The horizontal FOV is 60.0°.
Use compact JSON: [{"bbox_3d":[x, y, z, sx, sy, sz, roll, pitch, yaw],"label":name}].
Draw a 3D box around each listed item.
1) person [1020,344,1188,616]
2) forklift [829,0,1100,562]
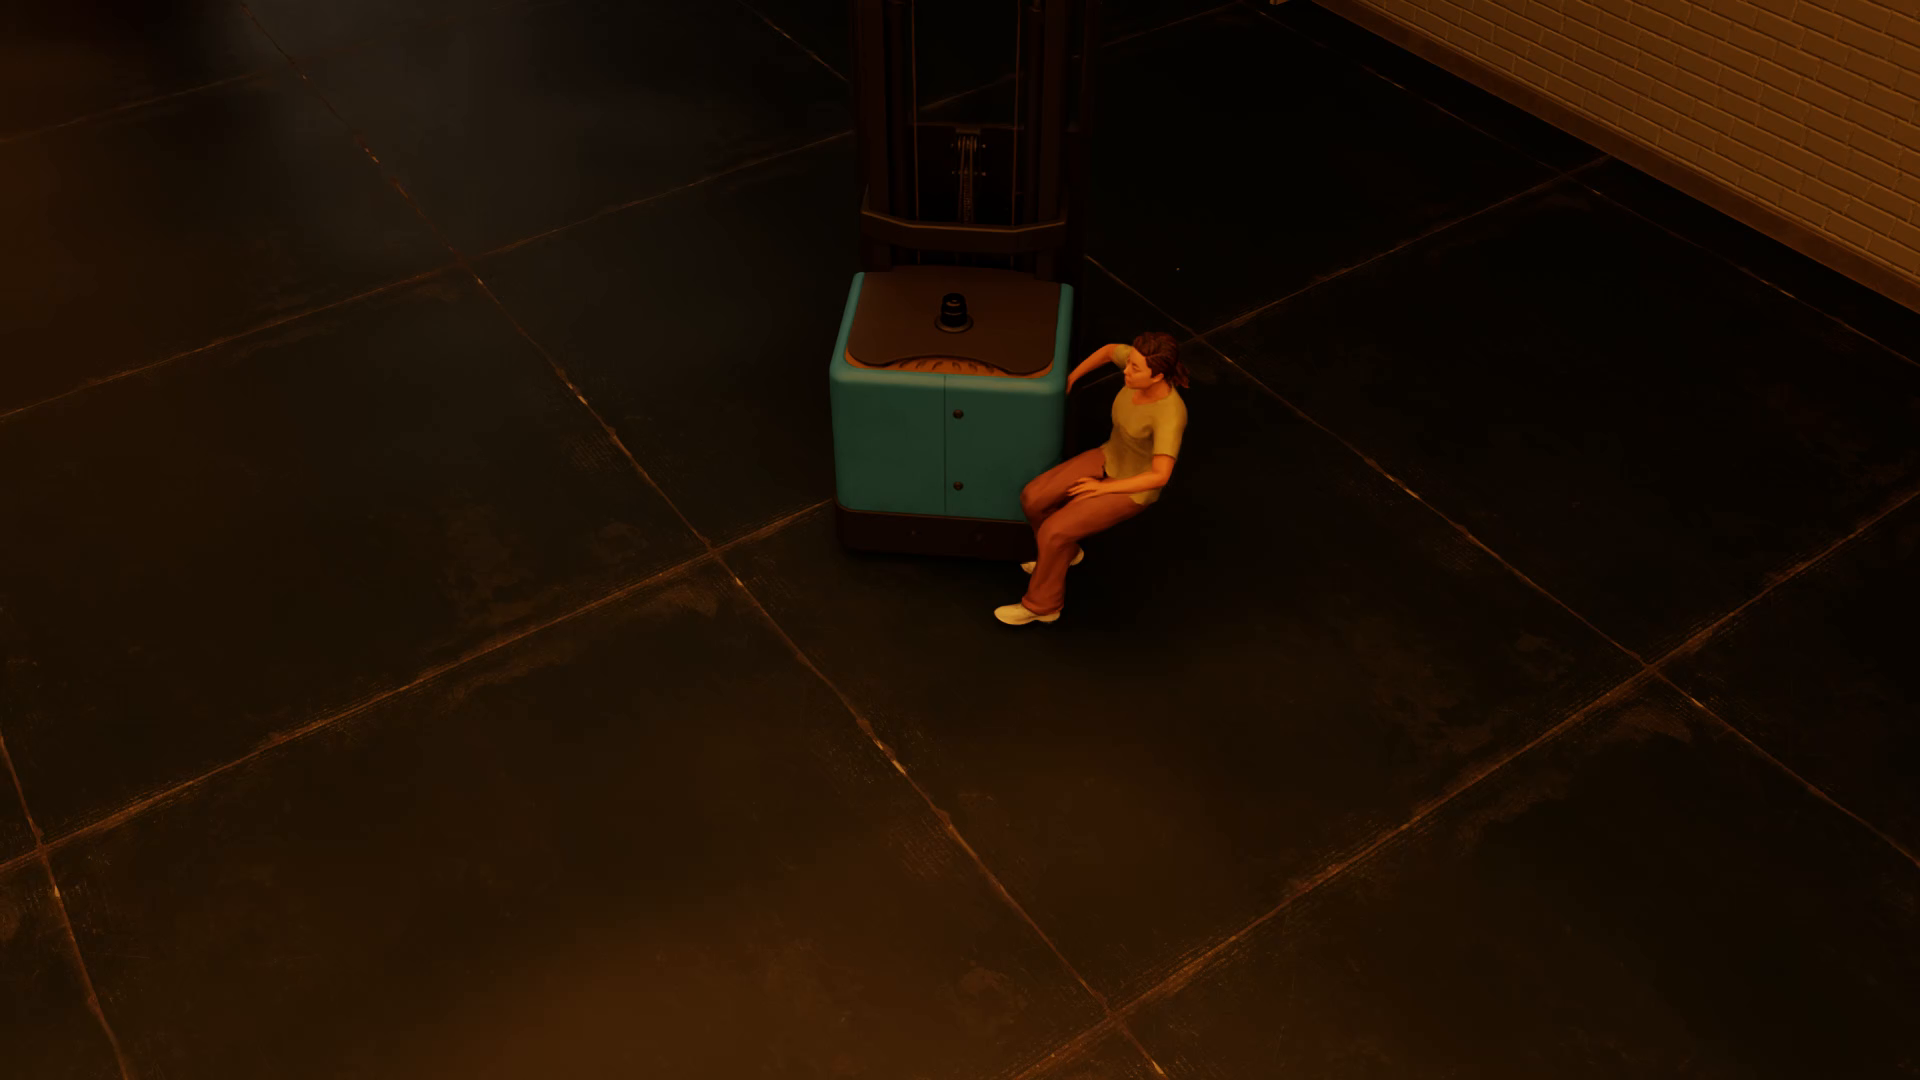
[{"bbox_3d":[0.603,-0.187,7.149,0.702,1.134,0.648,-18,46,-18],"label":"person"},{"bbox_3d":[0.085,-1.971,7.854,1.130,2.935,3.031,4,43,4],"label":"forklift"}]
